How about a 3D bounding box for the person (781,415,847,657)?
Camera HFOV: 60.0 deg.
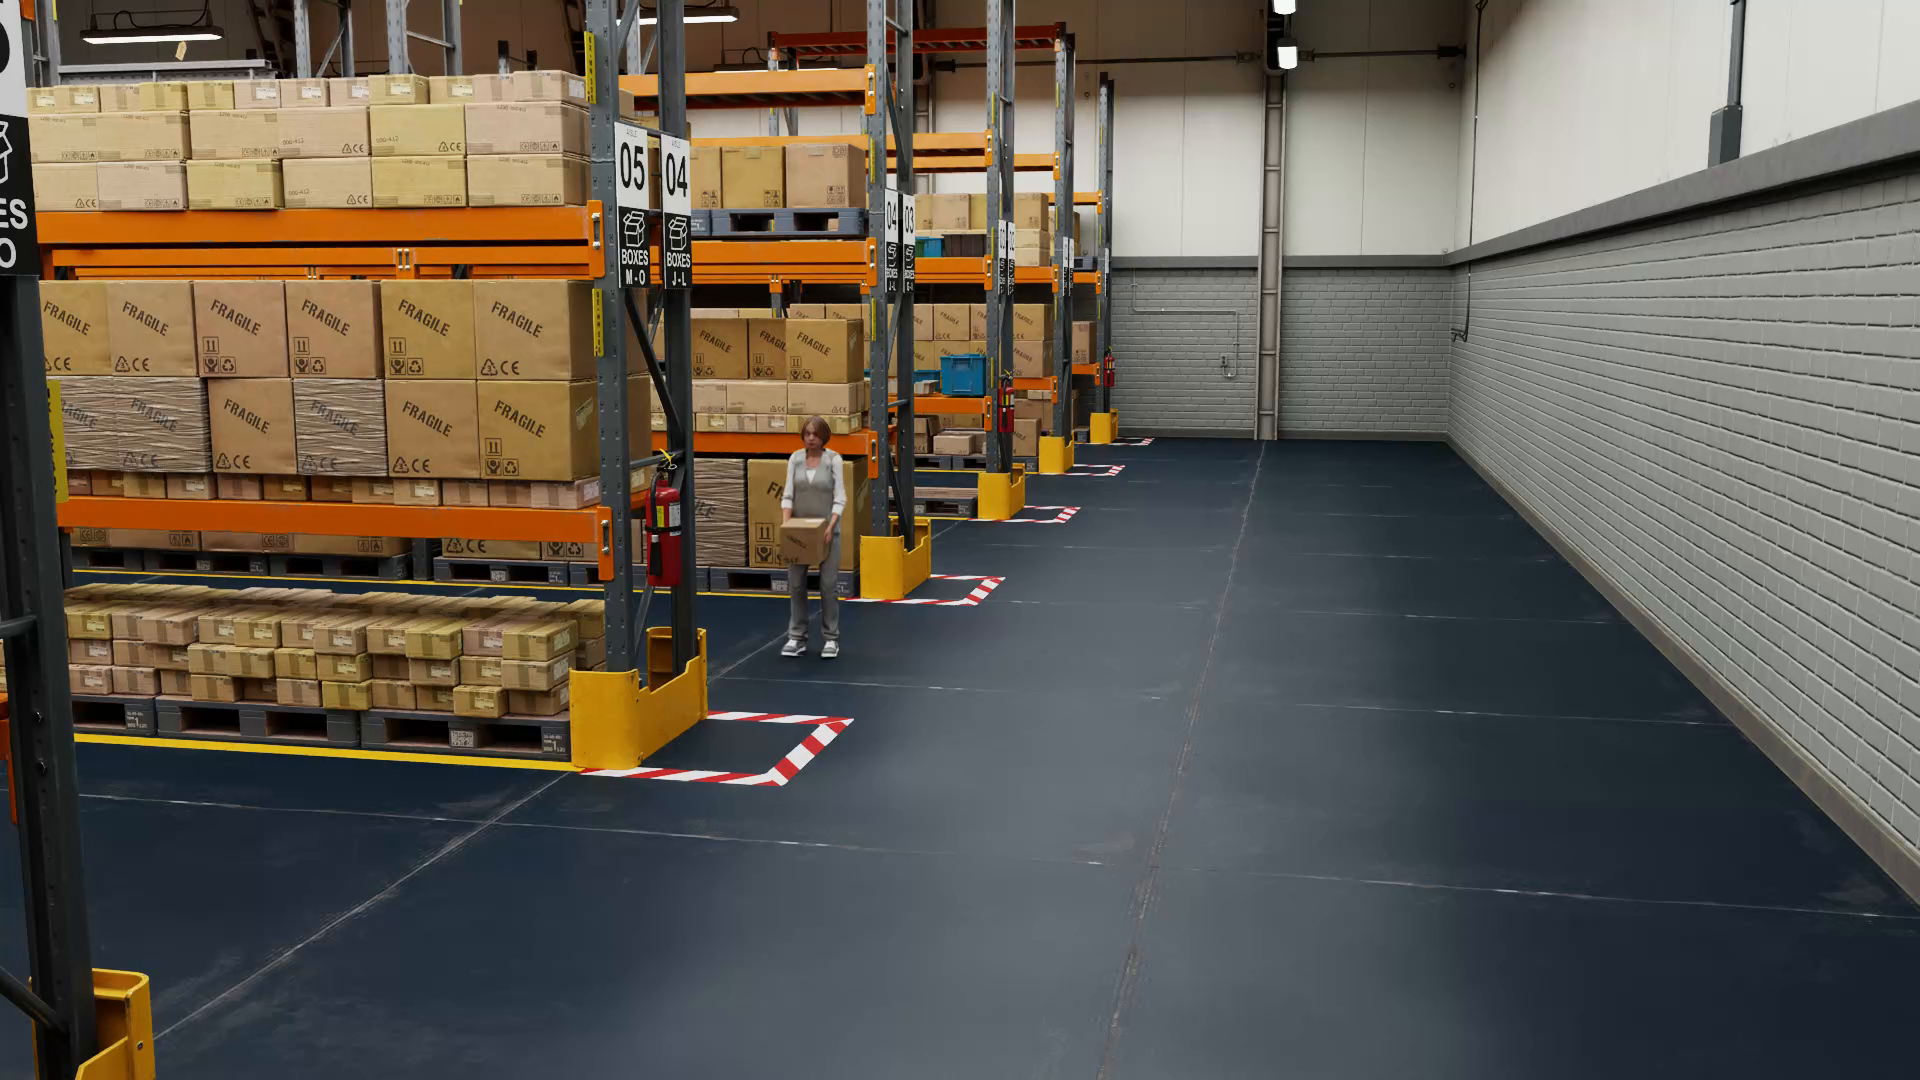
[{"bbox_3d":[-0.969,-0.024,10.993,0.444,1.603,0.411,2,8,10],"label":"person"}]
